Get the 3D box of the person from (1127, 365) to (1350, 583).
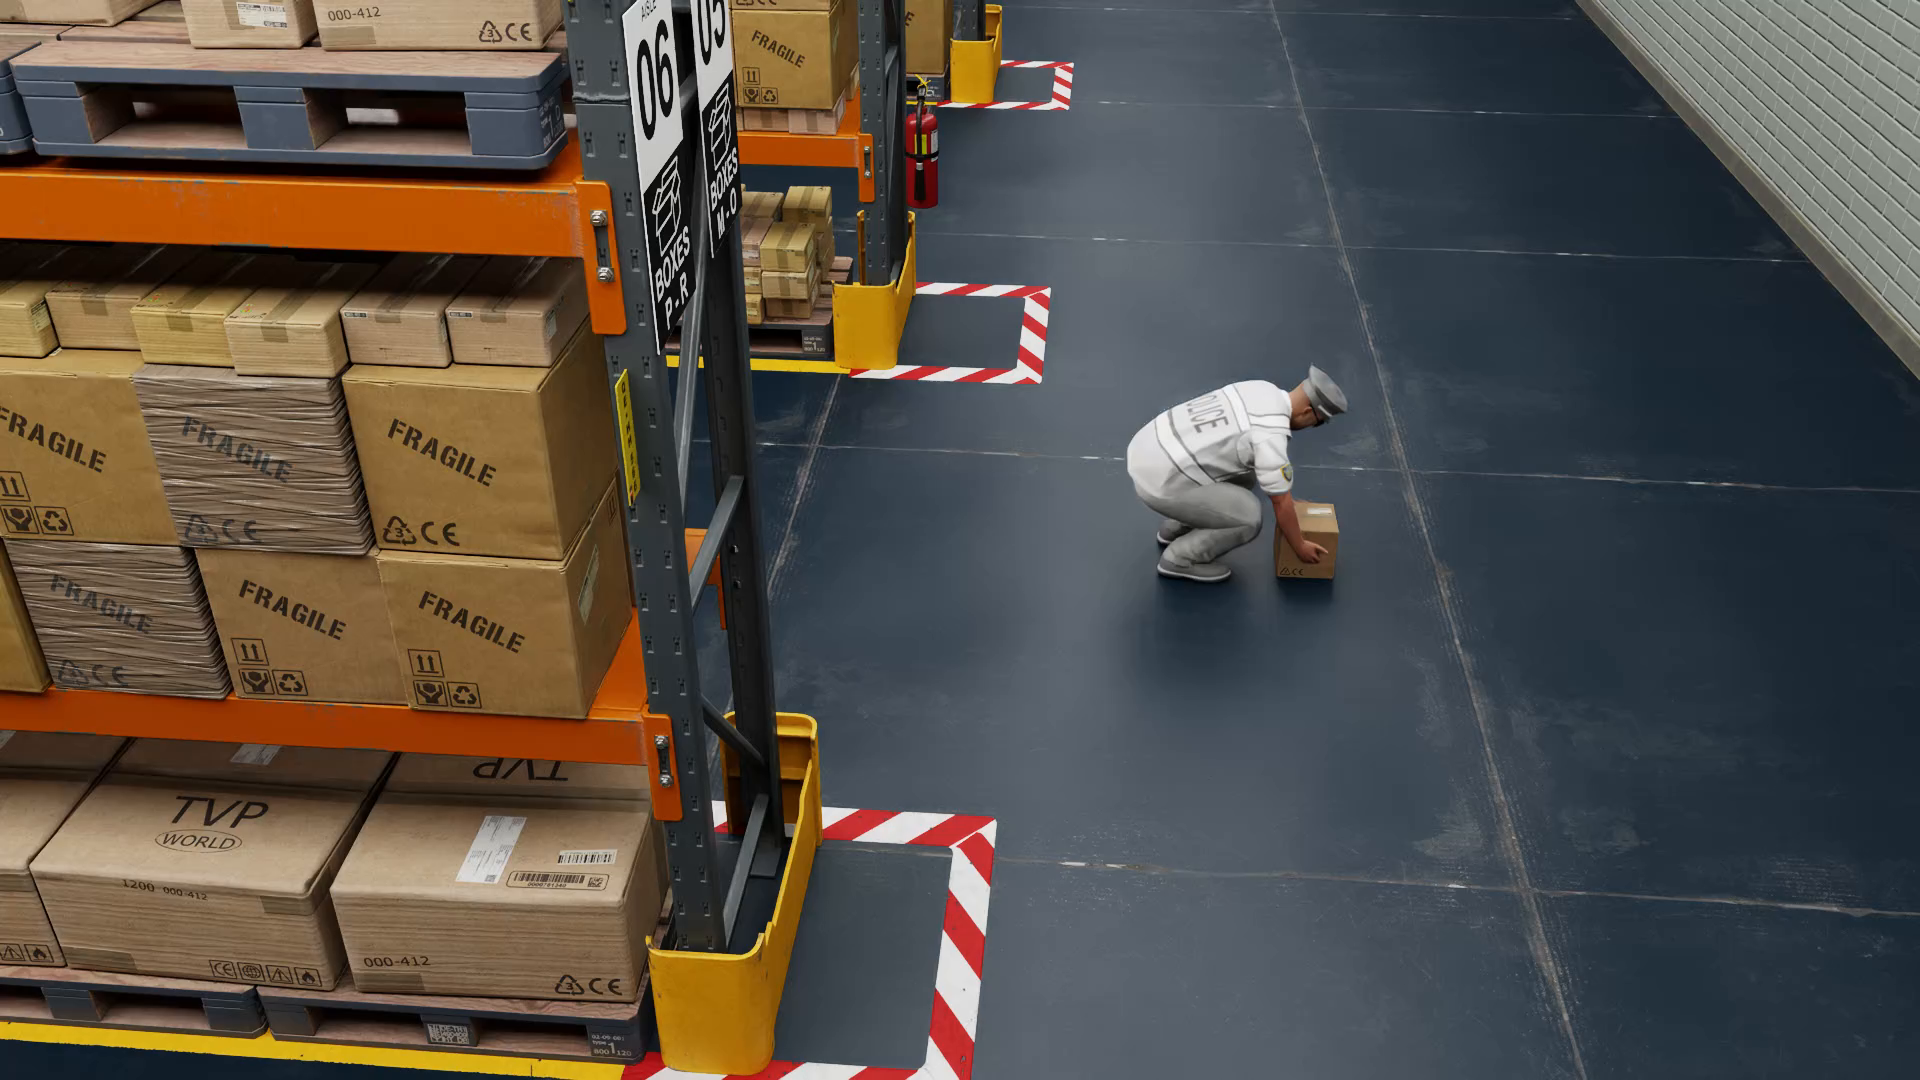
[{"bbox_3d":[1.223,-0.317,7.418,0.954,0.942,0.564,2,32,4],"label":"person"}]
